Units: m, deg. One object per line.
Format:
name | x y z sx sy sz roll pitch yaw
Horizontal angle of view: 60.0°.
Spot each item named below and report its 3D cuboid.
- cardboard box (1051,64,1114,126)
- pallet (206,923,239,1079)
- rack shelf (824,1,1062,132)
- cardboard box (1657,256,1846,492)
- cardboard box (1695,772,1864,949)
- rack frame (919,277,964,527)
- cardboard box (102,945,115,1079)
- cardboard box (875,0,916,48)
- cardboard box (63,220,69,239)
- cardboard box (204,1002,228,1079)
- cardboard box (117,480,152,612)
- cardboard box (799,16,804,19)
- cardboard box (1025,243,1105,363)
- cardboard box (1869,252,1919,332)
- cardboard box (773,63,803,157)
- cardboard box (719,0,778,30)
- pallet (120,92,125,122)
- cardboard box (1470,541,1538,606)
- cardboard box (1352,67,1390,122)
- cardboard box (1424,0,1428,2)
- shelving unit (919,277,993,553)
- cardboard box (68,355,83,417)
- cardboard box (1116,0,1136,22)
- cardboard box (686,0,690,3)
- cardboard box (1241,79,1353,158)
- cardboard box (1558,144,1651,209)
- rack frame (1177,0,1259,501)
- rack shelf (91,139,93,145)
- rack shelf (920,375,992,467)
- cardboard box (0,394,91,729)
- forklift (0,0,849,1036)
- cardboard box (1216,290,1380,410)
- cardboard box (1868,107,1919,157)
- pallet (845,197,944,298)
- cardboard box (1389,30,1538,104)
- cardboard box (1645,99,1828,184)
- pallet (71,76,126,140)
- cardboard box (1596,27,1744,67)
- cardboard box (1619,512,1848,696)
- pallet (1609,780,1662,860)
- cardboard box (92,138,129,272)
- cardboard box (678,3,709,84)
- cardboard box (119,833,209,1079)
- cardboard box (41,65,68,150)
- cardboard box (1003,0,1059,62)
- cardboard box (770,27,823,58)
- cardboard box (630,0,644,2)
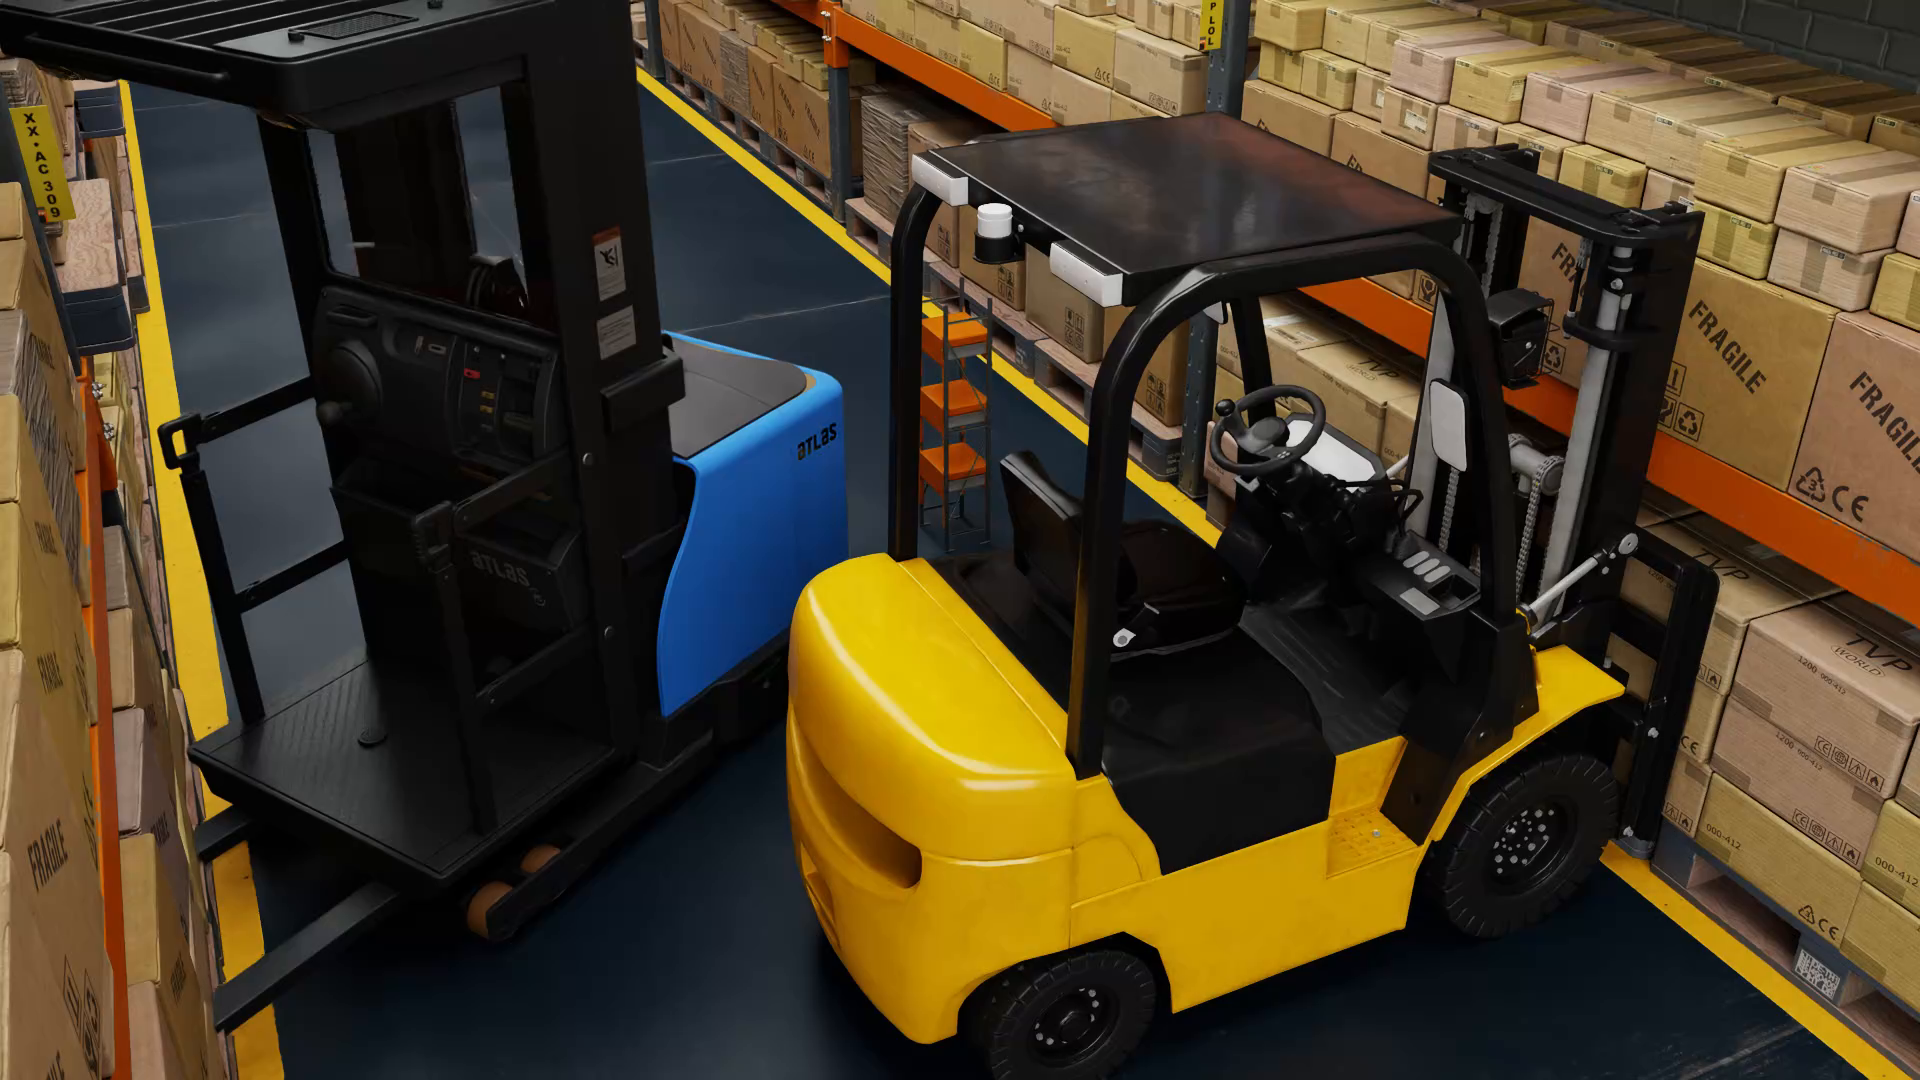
cardboard box | 0.738 -1.928 7.275 0.500 0.250 0.500 -13 32 -22
pallet | -2.222 1.484 3.888 1.003 0.211 1.213 -13 32 -22
rack shelf | 0.553 -2.175 8.297 1.077 0.370 4.000 -13 32 -22
cardboard box | 2.245 -0.501 4.475 0.500 0.500 0.500 -14 32 -23
cardboard box | 2.436 0.815 4.611 0.500 0.250 0.500 -13 32 -22
rack frame | -0.075 -0.535 6.631 0.200 1.050 0.008 -13 32 -22
cardboard box | -1.541 0.757 2.589 0.380 0.149 0.250 -13 32 -21
cardboard box | -0.125 -2.836 8.894 0.500 0.250 0.500 -14 32 -23
cardboard box | -3.121 -1.057 5.396 0.380 0.149 0.250 -12 32 -21
cardboard box | -1.908 1.342 3.672 0.500 0.250 0.500 -11 31 -19
cardboard box | -3.298 0.171 5.636 0.950 0.372 0.625 -13 32 -21
cardboard box | -0.929 -3.732 11.801 0.380 0.149 0.250 -14 32 -24
cardboard box | 0.851 -1.325 8.045 0.875 0.625 0.625 -13 32 -22
cardboard box | 2.438 -0.605 3.997 0.380 0.149 0.250 -13 32 -22
cardboard box | -0.887 -2.830 10.856 0.500 0.500 0.500 -14 32 -23
cardboard box | -1.492 -3.737 11.810 0.380 0.149 0.250 -12 31 -20
pallet | -6.760 -3.231 12.296 1.003 0.211 1.213 -13 32 -22
cardboard box | 1.979 0.141 5.302 0.500 0.250 0.500 -13 32 -22
cardboard box | 1.560 -1.512 5.615 0.380 0.149 0.250 -13 32 -22
cardboard box | 1.821 -1.984 6.151 0.380 0.149 0.250 -13 32 -22
shelving unit | -0.023 -0.482 6.535 0.215 1.050 0.252 -13 32 -22
cardboard box | -2.657 -0.374 4.606 0.380 0.149 0.250 -13 32 -22
cardboard box | 0.879 -2.265 6.957 0.380 0.149 0.250 -13 32 -22
cardboard box | -1.921 -4.194 12.626 0.380 0.149 0.250 -14 32 -23
cardboard box | 1.366 -1.398 6.074 0.500 0.500 0.500 -14 32 -23
cardboard box | 1.956 -1.048 4.787 0.380 0.149 0.250 -14 32 -23
rack frame | 1.411 -1.605 6.545 1.000 3.000 0.127 -13 32 -22
rack shelf | -5.646 -2.898 9.586 1.077 0.370 4.000 -13 32 -22
rack shelf | -0.023 -0.472 6.541 0.215 0.259 0.240 -13 32 -22
cardboard box | -1.977 0.089 3.118 0.500 0.500 0.500 -14 32 -23
forklift | -1.583 -0.403 4.472 1.130 2.935 3.031 17 34 28
cardboard box | 1.335 -0.745 6.372 0.500 0.250 0.500 -14 32 -23
cardboard box | 2.717 -1.084 4.547 0.380 0.149 0.250 -14 32 -23
pallet | 0.012 -1.784 9.715 1.003 0.211 1.213 -13 32 -22
cardboard box | 1.609 -1.516 5.316 0.380 0.149 0.250 -12 32 -21
cardboard box | 2.120 -1.085 4.548 0.380 0.149 0.250 -13 32 -21
pallet | -4.385 -1.952 7.360 1.213 0.211 1.003 -13 32 -22
cardboard box | 2.274 -1.534 5.349 0.380 0.149 0.250 -14 32 -23
cardboard box | 2.199 0.159 4.759 0.500 0.250 0.500 -13 32 -21
pallet | 2.242 0.511 5.623 1.003 0.211 1.213 -13 32 -22
cardboard box | -5.009 -1.907 8.827 0.875 0.875 0.875 -13 32 -22
cardboard box | -1.781 -3.738 12.475 0.500 0.500 0.500 -14 32 -23
cardboard box | -1.897 1.017 3.485 0.500 0.500 0.500 -12 32 -21
cardboard box | -3.428 -1.627 5.750 0.500 0.500 0.500 -13 32 -22
cardboard box | 0.528 -2.374 7.558 0.500 0.250 0.500 -12 32 -21
cardboard box | -1.037 -3.279 10.993 0.380 0.149 0.250 -12 31 -21
cardboard box | -2.786 -4.864 14.484 0.700 0.500 0.500 -14 32 -24
